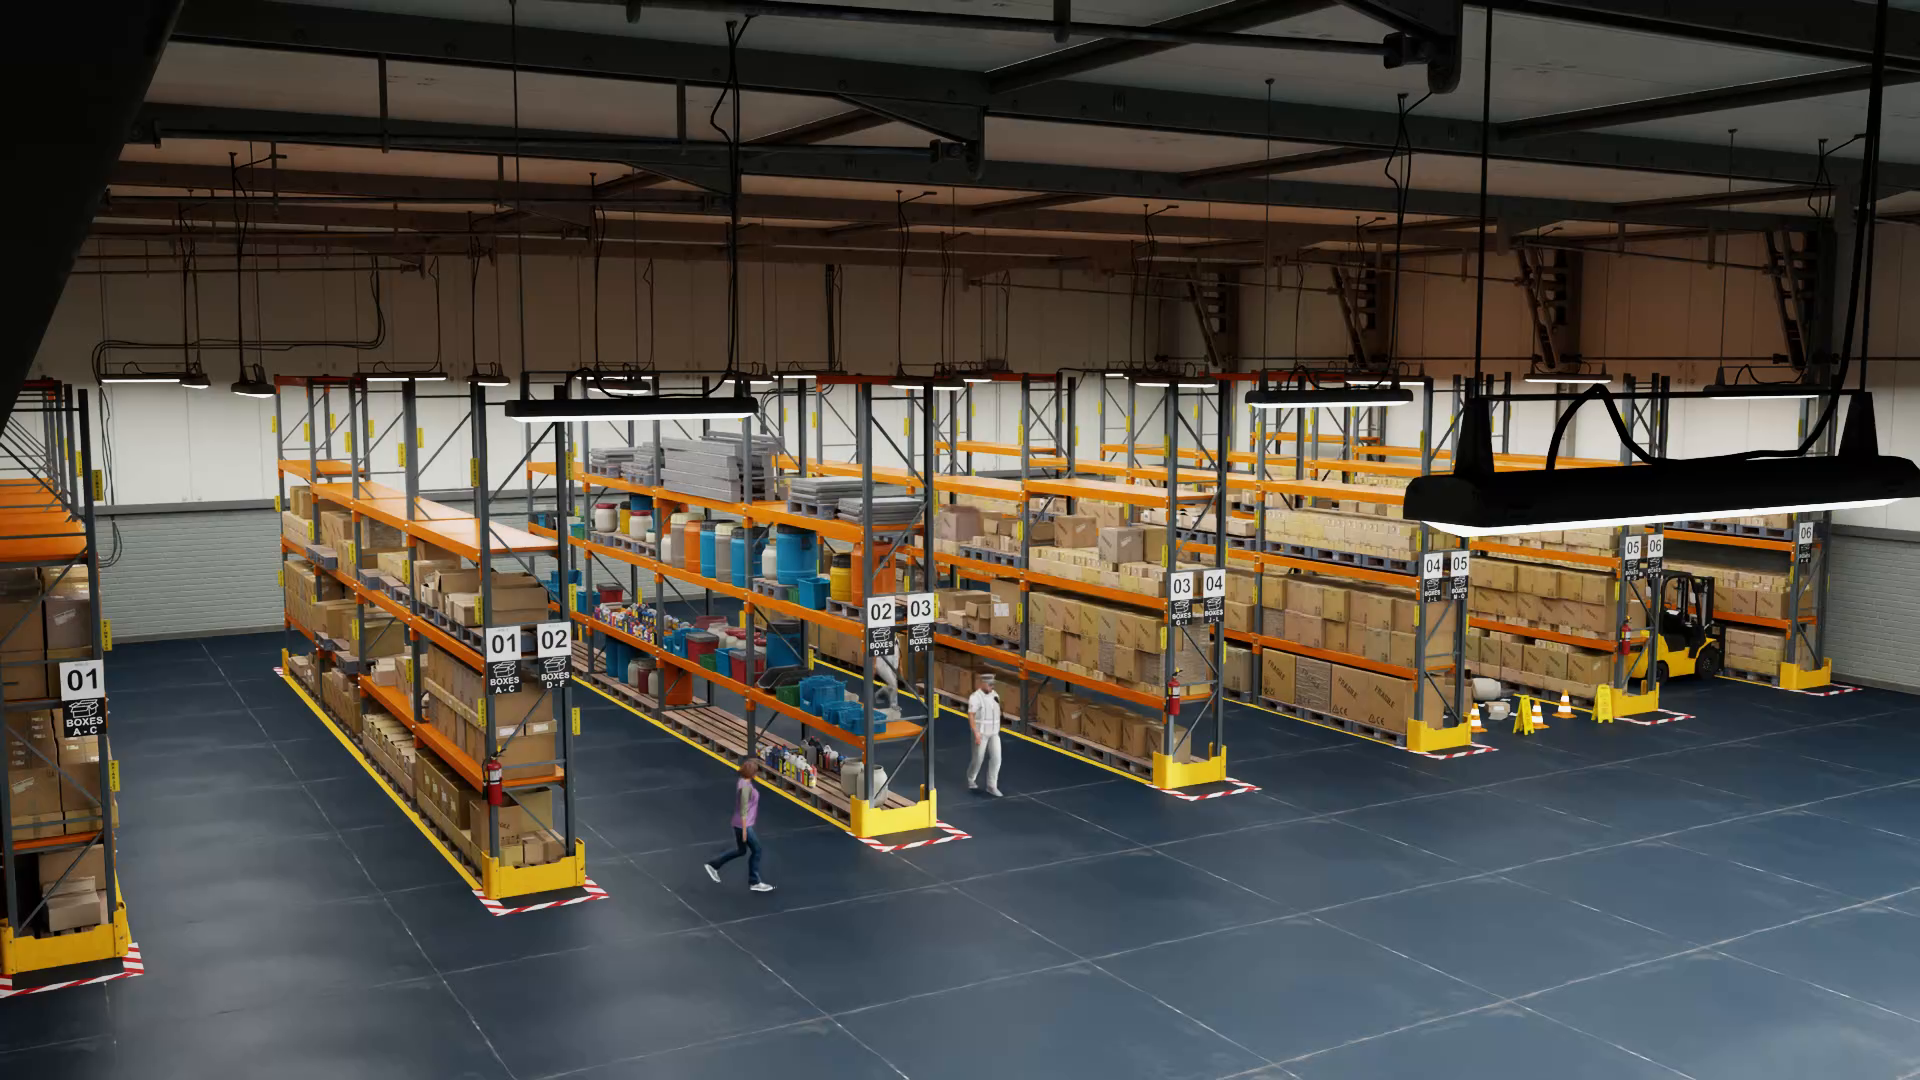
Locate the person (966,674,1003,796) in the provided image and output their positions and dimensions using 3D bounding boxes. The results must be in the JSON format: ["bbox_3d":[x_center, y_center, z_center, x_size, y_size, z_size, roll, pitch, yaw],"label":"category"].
[{"bbox_3d":[0.385,2.842,24.295,0.609,1.782,0.719,-5,8,-37],"label":"person"}]

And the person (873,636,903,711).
[{"bbox_3d":[-1.218,2.166,28.895,1.021,1.505,0.533,6,9,44],"label":"person"}]

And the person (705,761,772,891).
[{"bbox_3d":[-2.642,3.384,19.776,0.811,1.557,0.426,0,6,-4],"label":"person"}]
